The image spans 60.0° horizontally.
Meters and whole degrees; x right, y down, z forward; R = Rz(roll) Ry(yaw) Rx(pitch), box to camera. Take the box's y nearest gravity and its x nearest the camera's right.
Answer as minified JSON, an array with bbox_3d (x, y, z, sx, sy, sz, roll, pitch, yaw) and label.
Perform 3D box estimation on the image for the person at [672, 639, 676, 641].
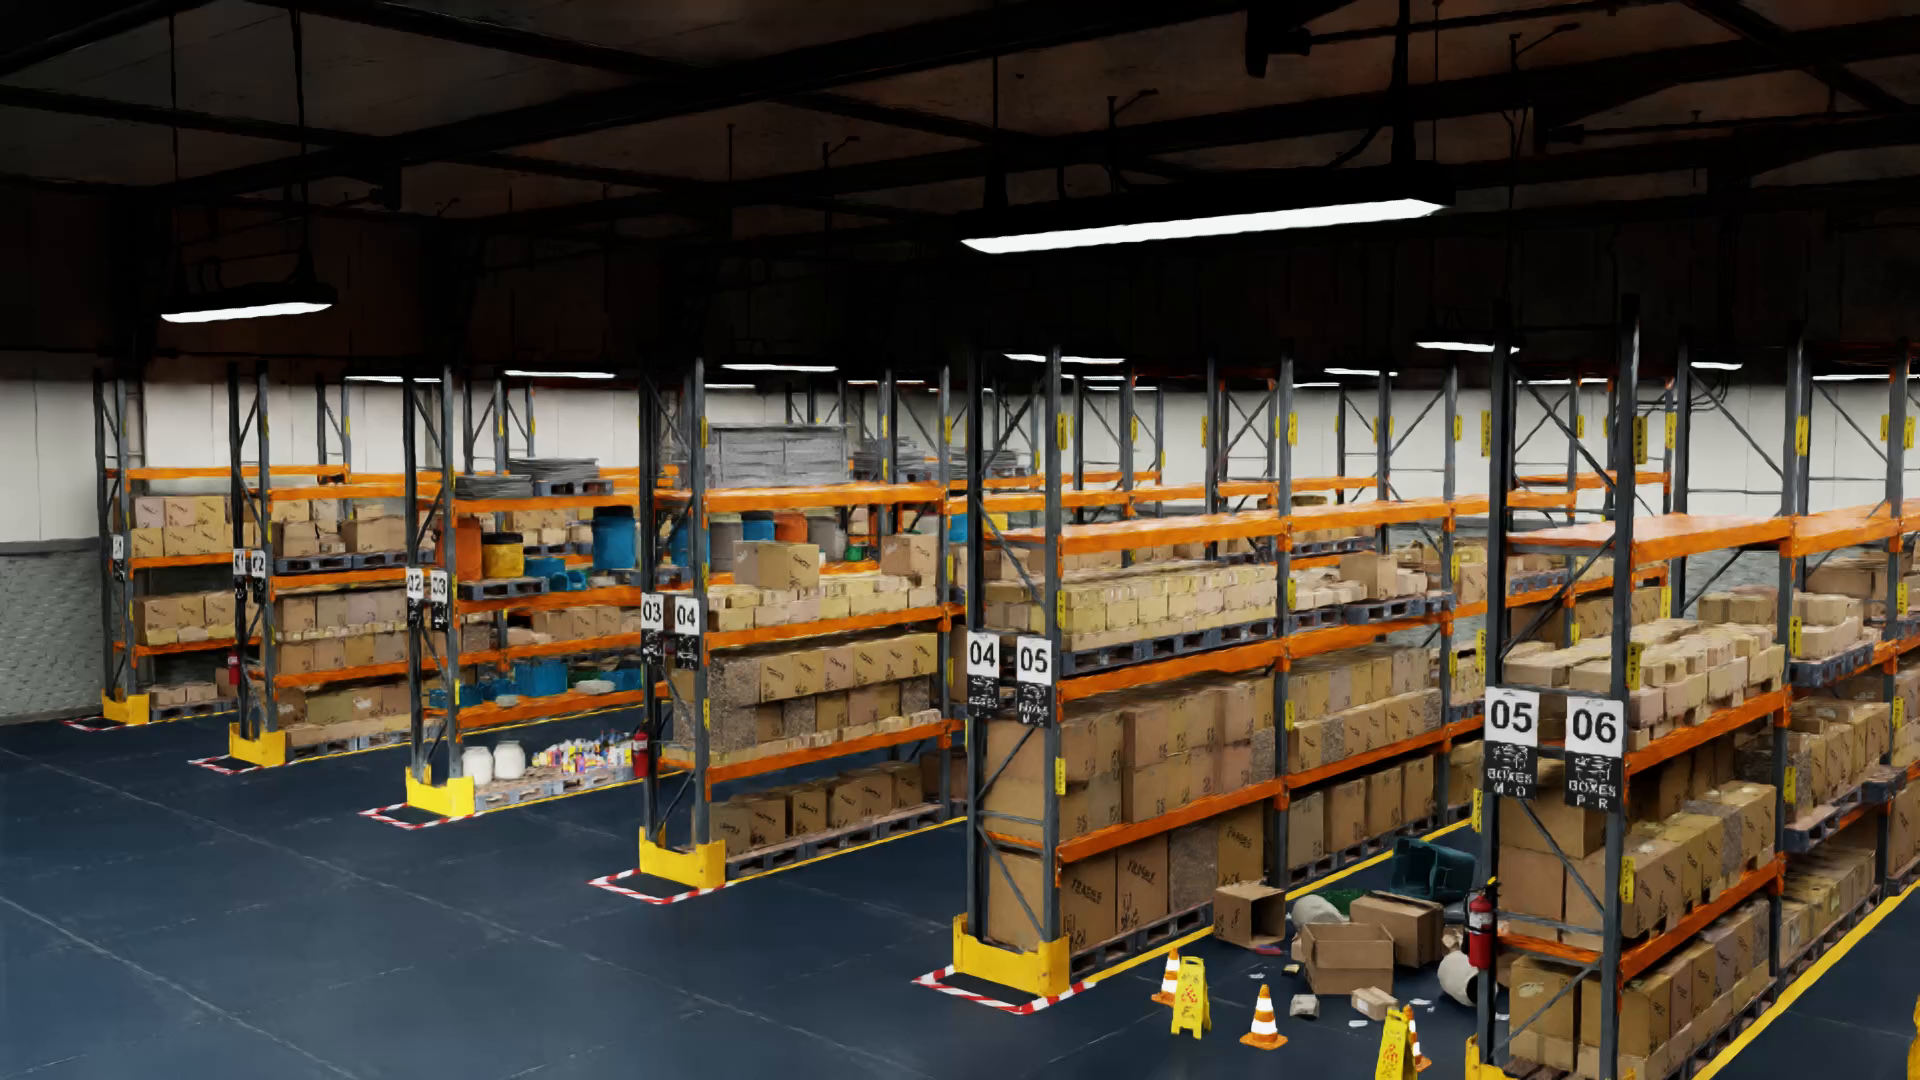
[{"bbox_3d":[-5.593,1.901,33.409,0.639,1.632,0.506,4,5,40],"label":"person"}]
